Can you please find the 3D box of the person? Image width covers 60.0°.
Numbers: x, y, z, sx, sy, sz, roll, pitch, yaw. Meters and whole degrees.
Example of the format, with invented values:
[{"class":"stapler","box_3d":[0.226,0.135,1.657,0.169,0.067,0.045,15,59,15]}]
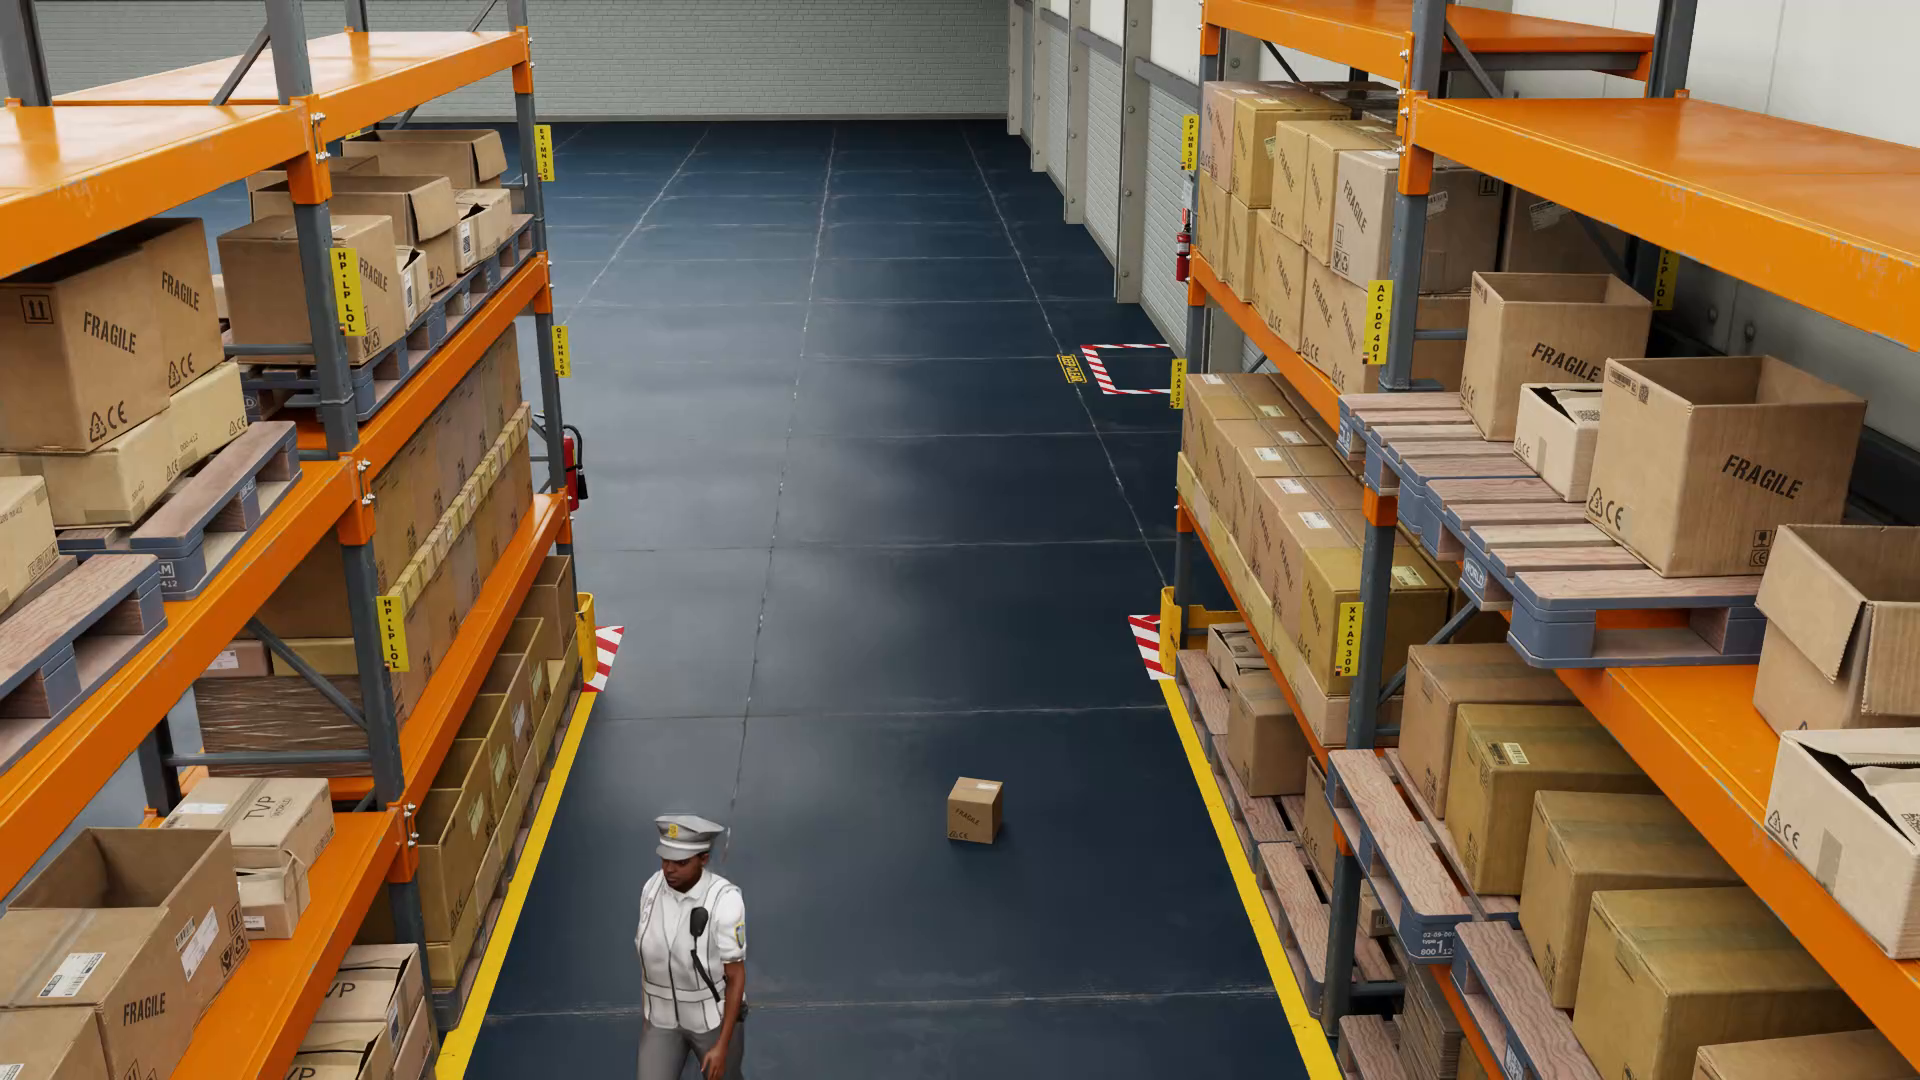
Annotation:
[{"class":"person","box_3d":[-1.022,1.817,6.146,0.454,1.668,0.811,5,21,14]}]
